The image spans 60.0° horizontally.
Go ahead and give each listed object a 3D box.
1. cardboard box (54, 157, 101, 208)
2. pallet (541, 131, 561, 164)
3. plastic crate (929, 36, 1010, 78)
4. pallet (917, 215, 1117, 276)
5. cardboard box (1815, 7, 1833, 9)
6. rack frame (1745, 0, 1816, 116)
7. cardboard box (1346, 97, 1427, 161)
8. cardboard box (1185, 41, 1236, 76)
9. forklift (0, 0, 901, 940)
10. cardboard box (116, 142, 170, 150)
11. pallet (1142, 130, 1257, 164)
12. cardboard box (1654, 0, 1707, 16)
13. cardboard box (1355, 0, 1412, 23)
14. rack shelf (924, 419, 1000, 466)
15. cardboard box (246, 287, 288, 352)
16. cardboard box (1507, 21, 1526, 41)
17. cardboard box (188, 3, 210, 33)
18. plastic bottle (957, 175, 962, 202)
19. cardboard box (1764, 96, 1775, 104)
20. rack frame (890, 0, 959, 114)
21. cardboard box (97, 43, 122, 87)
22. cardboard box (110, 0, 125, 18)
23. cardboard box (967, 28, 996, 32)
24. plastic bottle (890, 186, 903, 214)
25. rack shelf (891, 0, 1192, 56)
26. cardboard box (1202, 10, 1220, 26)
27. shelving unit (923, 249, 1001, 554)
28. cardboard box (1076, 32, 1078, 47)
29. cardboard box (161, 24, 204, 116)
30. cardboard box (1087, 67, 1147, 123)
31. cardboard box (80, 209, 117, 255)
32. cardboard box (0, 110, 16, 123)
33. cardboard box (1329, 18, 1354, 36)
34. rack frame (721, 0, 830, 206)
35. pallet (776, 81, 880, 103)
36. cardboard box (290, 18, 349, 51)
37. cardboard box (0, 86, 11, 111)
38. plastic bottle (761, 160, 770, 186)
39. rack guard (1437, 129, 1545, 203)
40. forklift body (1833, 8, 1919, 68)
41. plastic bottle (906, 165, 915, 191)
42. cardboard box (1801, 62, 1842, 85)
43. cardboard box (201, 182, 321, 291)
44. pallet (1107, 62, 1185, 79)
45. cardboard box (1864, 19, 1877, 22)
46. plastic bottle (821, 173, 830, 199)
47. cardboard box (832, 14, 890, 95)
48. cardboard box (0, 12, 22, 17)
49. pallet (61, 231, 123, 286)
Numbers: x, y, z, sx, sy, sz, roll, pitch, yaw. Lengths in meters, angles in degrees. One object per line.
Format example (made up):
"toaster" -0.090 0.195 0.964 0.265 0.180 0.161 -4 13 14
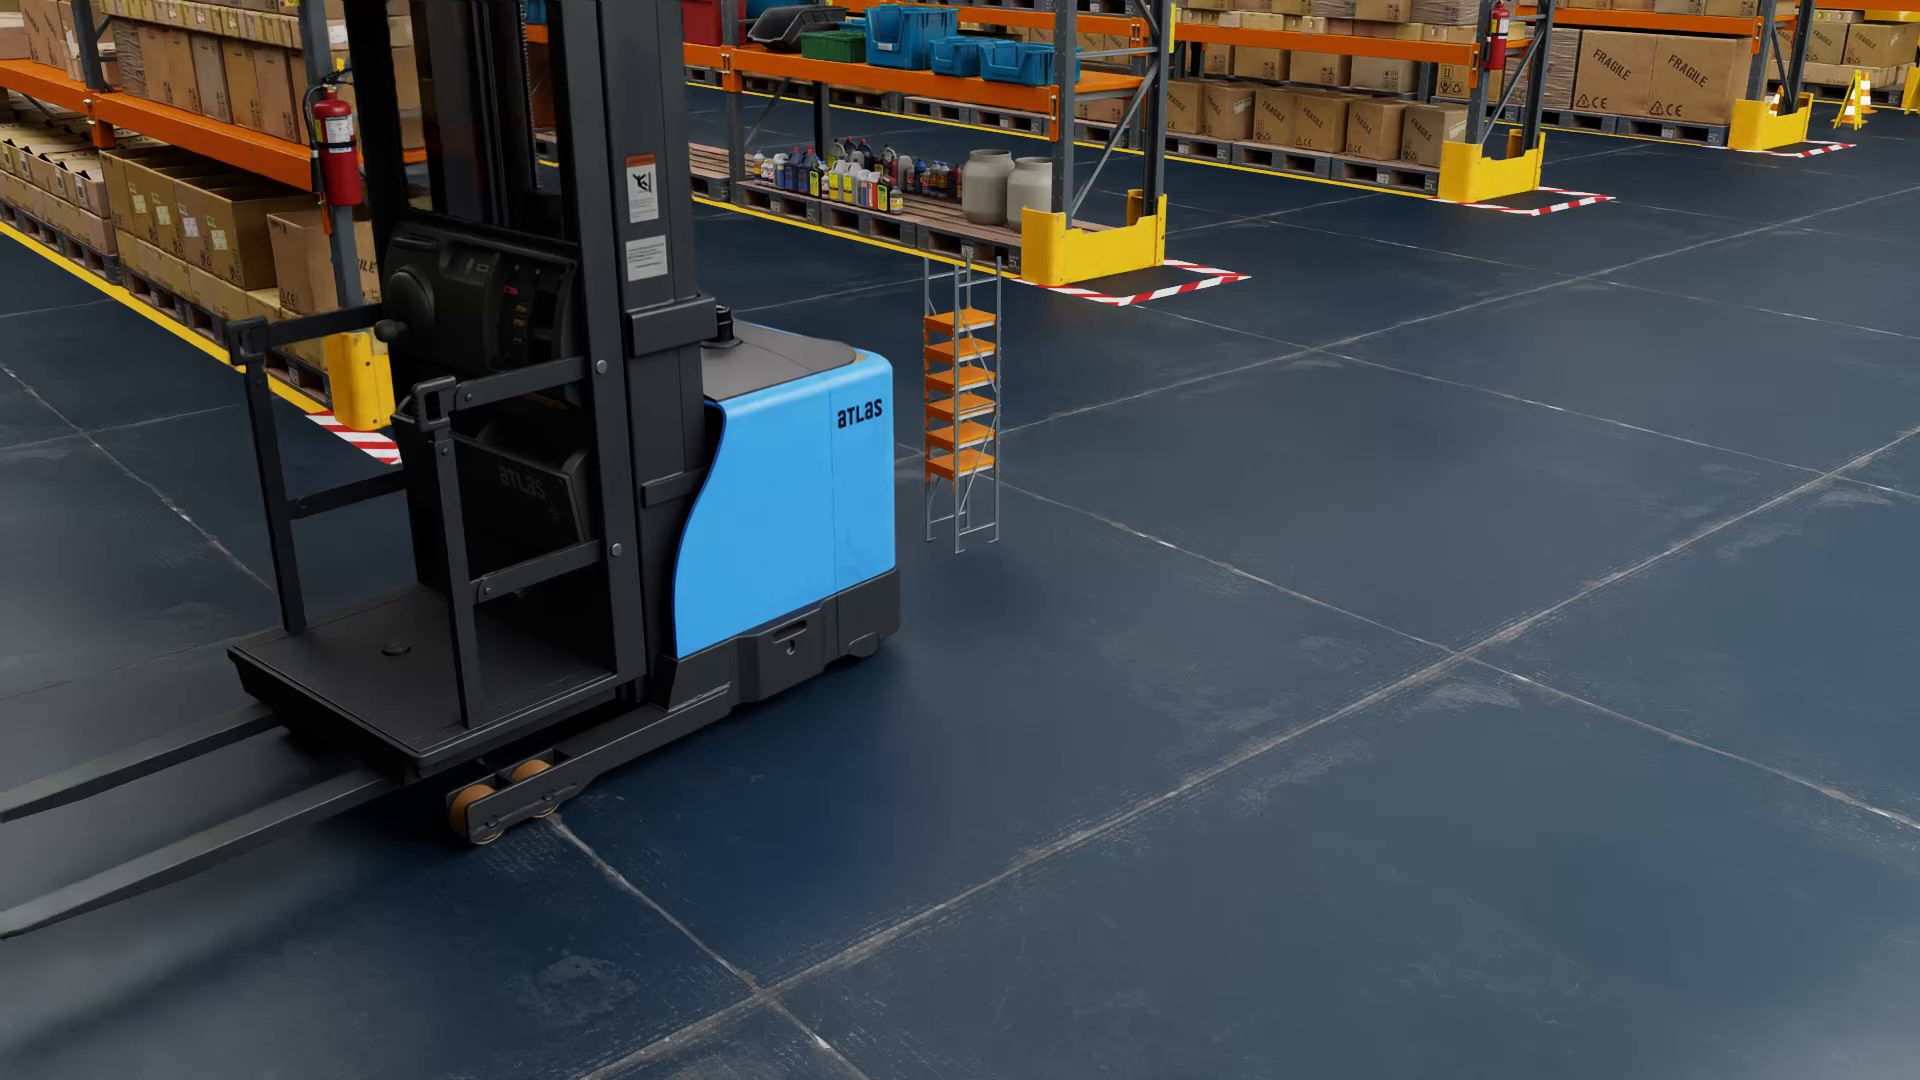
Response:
"cardboard box" -6.151 -2.596 11.924 0.500 0.311 0.500 -17 27 -36
"pallet" -3.705 -3.995 16.895 1.003 0.211 1.213 -17 27 -37
"plastic crate" 0.068 -3.485 11.973 0.499 0.251 0.408 -17 27 -37
"pallet" 0.429 -2.244 12.423 1.003 0.211 1.213 -17 27 -37
"cardboard box" 13.526 -8.305 25.899 0.500 0.250 0.500 -18 28 -38
"rack frame" 8.617 -5.639 17.267 1.000 3.000 0.127 -17 27 -37
"cardboard box" 3.982 -3.851 15.555 0.500 0.500 0.500 -10 23 -24
"cardboard box" 3.724 -6.807 22.760 1.050 0.750 0.750 -18 28 -38
"forklift" -1.563 -0.702 4.757 1.130 2.935 3.031 18 27 38
"cardboard box" -6.068 -2.866 12.613 0.500 0.311 0.500 -19 28 -39
"pallet" 2.647 -4.115 17.202 1.003 0.211 1.213 -17 27 -37
"cardboard box" 7.965 -5.947 17.849 0.875 0.550 0.550 -17 27 -37
"cardboard box" 4.038 -4.939 14.936 0.875 0.500 0.500 -17 27 -37
"rack shelf" 0.009 -0.402 6.815 0.258 0.103 0.180 -17 27 -37
"cardboard box" -3.623 -1.257 9.274 0.500 0.250 0.500 -17 27 -37
"cardboard box" 4.788 -4.504 14.716 0.380 0.149 0.250 -17 27 -37
"cardboard box" -4.122 -2.965 9.416 0.380 0.149 0.250 -18 28 -38
"plastic bottle" 0.026 -2.812 13.285 0.097 0.201 0.097 0 21 0
"cardboard box" 9.915 -5.399 20.563 0.380 0.149 0.250 -4 22 -10
"rack frame" -0.429 -6.696 19.967 1.000 3.000 0.127 -17 27 -37
"cardboard box" -5.680 -3.289 11.475 0.500 0.250 0.500 -15 26 -34
"cardboard box" -5.133 -3.393 10.506 0.380 0.149 0.250 -17 27 -37
"cardboard box" 0.337 -7.972 26.150 0.380 0.149 0.250 -17 27 -36
"plastic bottle" -0.490 -2.612 12.773 0.097 0.201 0.097 0 21 0
"rack shelf" 0.877 -5.808 18.687 1.077 0.370 4.000 -17 27 -37
"cardboard box" 2.602 -5.141 16.342 0.380 0.149 0.250 -17 27 -37
"shelving unit" 0.009 -0.555 6.755 0.258 1.200 0.189 -17 27 -37
"cardboard box" 1.764 -7.431 24.695 0.500 0.500 0.500 -17 27 -37
"cardboard box" -4.357 -2.875 10.075 0.700 0.500 0.500 -17 27 -37
"cardboard box" 1.798 -4.807 17.967 0.500 0.500 0.700 20 29 41
"cardboard box" -5.815 -2.194 11.668 0.500 0.250 0.500 -18 28 -38
"cardboard box" -8.724 -3.582 14.841 0.500 0.500 0.500 -16 27 -35
"cardboard box" 3.622 -4.740 15.317 0.380 0.149 0.250 -17 27 -37
"rack frame" -1.570 -4.412 14.135 1.000 3.000 0.127 -17 27 -37
"pallet" -1.679 -5.970 21.938 1.003 0.211 1.213 -17 27 -37
"cardboard box" -3.108 -2.537 8.323 0.380 0.149 0.250 -18 28 -38
"cardboard box" -8.764 -3.946 14.742 0.500 0.250 0.500 -16 27 -35
"plastic bottle" -1.628 -3.093 14.002 0.097 0.201 0.097 0 21 0
"rack guard" 4.743 -3.343 14.833 1.175 0.500 0.348 -17 27 -37
"forklift body" 13.439 -7.722 23.750 2.313 2.155 1.214 -17 27 -37
"plastic bottle" -0.394 -2.990 13.739 0.097 0.201 0.097 0 21 0
"cardboard box" 11.237 -6.064 21.549 0.500 0.250 0.500 -17 27 -37
"cardboard box" -3.953 -1.743 9.488 0.500 0.500 0.500 -17 27 -37
"pallet" 2.886 -6.767 23.971 1.003 0.211 1.213 -17 27 -37
"cardboard box" 11.623 -6.548 21.755 0.500 0.500 0.500 -19 28 -39
"plastic bottle" -1.067 -2.856 13.396 0.097 0.201 0.097 0 21 0
"cardboard box" -0.864 -6.098 20.777 1.225 0.875 0.875 -19 28 -40
"cardboard box" -7.732 -4.186 13.682 0.500 0.311 0.500 -15 26 -34
"pallet" -5.836 -2.130 12.132 1.003 0.211 1.213 -17 27 -37
